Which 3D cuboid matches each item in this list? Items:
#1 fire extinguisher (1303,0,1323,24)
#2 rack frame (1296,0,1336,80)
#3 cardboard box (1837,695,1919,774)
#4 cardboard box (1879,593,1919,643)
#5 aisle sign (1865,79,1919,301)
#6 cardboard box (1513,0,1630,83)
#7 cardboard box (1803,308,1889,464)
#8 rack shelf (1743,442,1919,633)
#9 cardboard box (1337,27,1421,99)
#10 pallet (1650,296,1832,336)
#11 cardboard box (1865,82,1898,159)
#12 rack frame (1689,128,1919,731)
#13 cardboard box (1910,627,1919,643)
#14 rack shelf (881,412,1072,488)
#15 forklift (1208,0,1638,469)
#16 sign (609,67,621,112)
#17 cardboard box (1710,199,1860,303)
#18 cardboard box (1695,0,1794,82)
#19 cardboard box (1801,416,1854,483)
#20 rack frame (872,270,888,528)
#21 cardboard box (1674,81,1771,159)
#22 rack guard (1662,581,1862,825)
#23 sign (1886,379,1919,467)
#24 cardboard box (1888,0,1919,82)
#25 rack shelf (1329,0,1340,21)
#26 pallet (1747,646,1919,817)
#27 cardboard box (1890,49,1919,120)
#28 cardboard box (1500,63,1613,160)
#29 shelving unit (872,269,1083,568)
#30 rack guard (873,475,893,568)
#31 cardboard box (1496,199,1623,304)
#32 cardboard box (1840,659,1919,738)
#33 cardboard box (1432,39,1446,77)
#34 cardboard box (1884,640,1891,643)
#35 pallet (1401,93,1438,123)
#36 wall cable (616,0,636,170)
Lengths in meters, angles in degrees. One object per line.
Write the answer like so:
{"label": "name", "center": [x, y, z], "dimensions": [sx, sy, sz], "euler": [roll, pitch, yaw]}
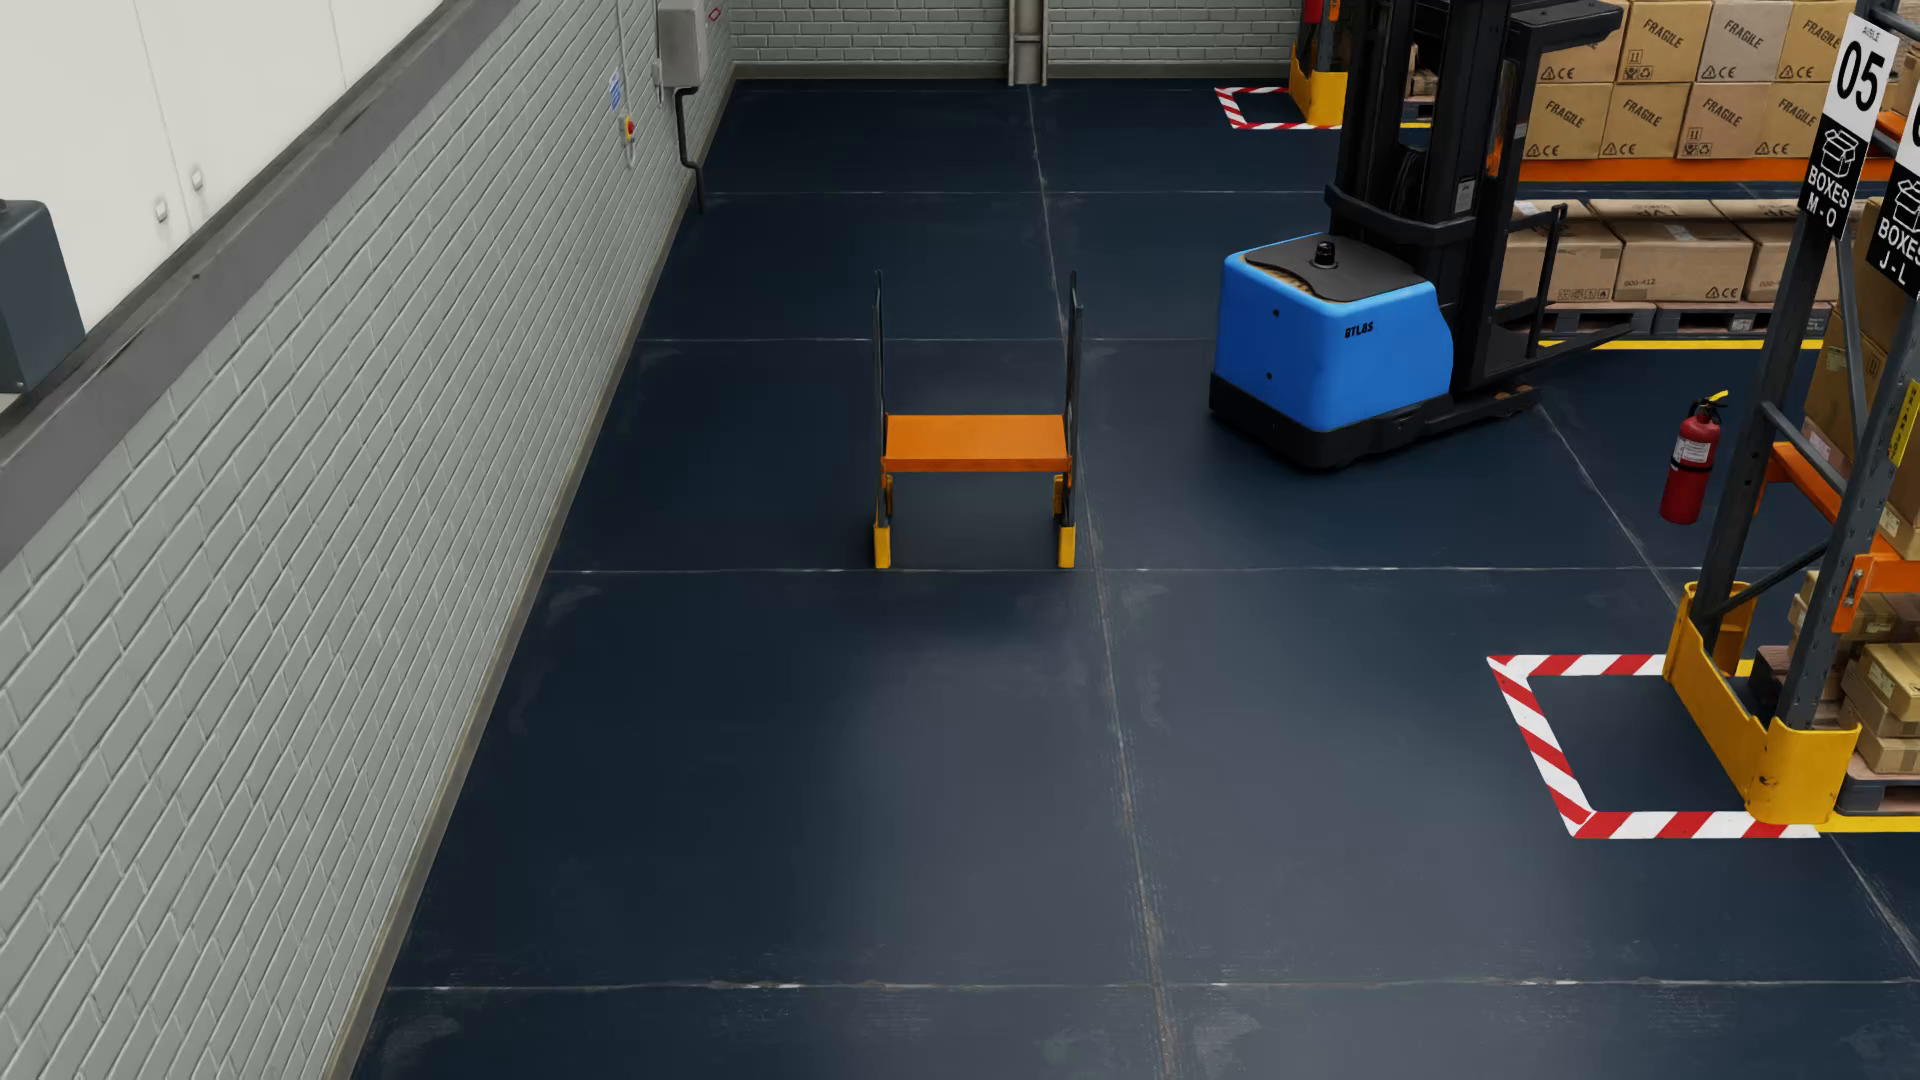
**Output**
{"label": "fire extinguisher", "center": [3.238, -5.061, 15.134], "dimensions": [0.183, 0.674, 0.296], "euler": [0, 31, 0]}
{"label": "rack frame", "center": [3.382, -5.494, 15.413], "dimensions": [0.127, 3.000, 1.000], "euler": [0, 31, 0]}
{"label": "cardboard box", "center": [4.073, 0.852, 7.298], "dimensions": [0.250, 0.149, 0.380], "euler": [0, 31, 1]}
{"label": "cardboard box", "center": [4.327, 0.329, 7.586], "dimensions": [0.250, 0.149, 0.380], "euler": [0, 31, 1]}
{"label": "aisle sign", "center": [3.476, -1.308, 6.007], "dimensions": [0.004, 0.787, 0.394], "euler": [0, 31, 0]}
{"label": "cardboard box", "center": [3.898, -3.243, 10.643], "dimensions": [0.500, 0.500, 0.500], "euler": [-1, 31, -1]}
{"label": "cardboard box", "center": [3.995, -0.657, 7.058], "dimensions": [0.500, 0.500, 0.500], "euler": [0, 31, 1]}
{"label": "rack shelf", "center": [5.547, -0.051, 7.135], "dimensions": [4.000, 0.370, 1.077], "euler": [0, 31, 0]}
{"label": "cardboard box", "center": [3.995, -4.559, 15.874], "dimensions": [0.637, 0.503, 0.797], "euler": [-1, 31, -2]}
{"label": "pallet", "center": [5.432, -1.773, 11.968], "dimensions": [1.213, 0.211, 1.003], "euler": [0, 31, 0]}
{"label": "cardboard box", "center": [5.937, -2.827, 10.921], "dimensions": [0.500, 0.500, 0.500], "euler": [-1, 31, -1]}
{"label": "rack frame", "center": [3.547, -0.352, 6.938], "dimensions": [0.127, 3.000, 1.000], "euler": [0, 31, 0]}
{"label": "cardboard box", "center": [4.348, 0.544, 7.231], "dimensions": [0.250, 0.149, 0.380], "euler": [0, 31, 1]}
{"label": "rack shelf", "center": [0.085, -0.488, 8.955], "dimensions": [1.000, 0.185, 0.538], "euler": [0, 31, 0]}
{"label": "forklift", "center": [3.097, -2.236, 10.110], "dimensions": [3.031, 2.935, 1.130], "euler": [-18, 35, -27]}
{"label": "sign", "center": [-2.283, -2.980, 11.009], "dimensions": [0.001, 0.218, 0.327], "euler": [0, 31, 0]}
{"label": "cardboard box", "center": [5.892, -2.067, 11.829], "dimensions": [0.875, 0.438, 0.875], "euler": [-1, 31, -2]}
{"label": "cardboard box", "center": [4.929, -3.254, 10.661], "dimensions": [0.500, 0.500, 0.500], "euler": [0, 31, -1]}
{"label": "cardboard box", "center": [3.871, -0.392, 7.247], "dimensions": [0.250, 0.149, 0.380], "euler": [0, 31, 0]}
{"label": "rack frame", "center": [-0.423, -0.640, 8.859], "dimensions": [0.032, 1.500, 0.500], "euler": [0, 31, 0]}
{"label": "cardboard box", "center": [4.912, -2.823, 10.915], "dimensions": [0.500, 0.500, 0.500], "euler": [0, 31, -1]}
{"label": "rack guard", "center": [3.623, 0.716, 7.587], "dimensions": [0.348, 0.500, 1.175], "euler": [0, 31, 0]}
{"label": "sign", "center": [3.550, -0.441, 6.250], "dimensions": [0.005, 0.325, 0.100], "euler": [0, 31, 0]}
{"label": "cardboard box", "center": [5.929, -3.253, 10.660], "dimensions": [0.500, 0.500, 0.500], "euler": [0, 31, 0]}
{"label": "rack shelf", "center": [5.382, -5.193, 15.610], "dimensions": [4.000, 0.370, 1.077], "euler": [0, 31, 0]}
{"label": "pallet", "center": [4.436, 0.856, 7.636], "dimensions": [1.213, 0.211, 1.003], "euler": [0, 31, 0]}
{"label": "cardboard box", "center": [4.000, -1.709, 6.428], "dimensions": [0.500, 0.250, 0.500], "euler": [-1, 31, -1]}
{"label": "cardboard box", "center": [3.898, -2.815, 10.901], "dimensions": [0.500, 0.500, 0.500], "euler": [0, 31, -1]}
{"label": "shelving unit", "center": [0.076, -0.641, 8.861], "dimensions": [1.083, 1.500, 0.587], "euler": [0, 31, 0]}
{"label": "rack guard", "center": [-0.422, -0.106, 9.183], "dimensions": [0.087, 0.250, 0.587], "euler": [0, 31, 0]}
{"label": "cardboard box", "center": [4.076, -2.057, 11.814], "dimensions": [0.875, 0.438, 0.875], "euler": [-1, 31, -2]}
{"label": "cardboard box", "center": [4.073, 0.692, 7.275], "dimensions": [0.250, 0.149, 0.380], "euler": [1, 31, 2]}
{"label": "cardboard box", "center": [4.850, -4.540, 15.846], "dimensions": [0.500, 0.500, 0.700], "euler": [1, 31, 2]}
{"label": "cardboard box", "center": [4.335, 0.438, 7.694], "dimensions": [0.250, 0.149, 0.380], "euler": [-1, 31, -1]}
{"label": "pallet", "center": [4.256, -4.305, 16.142], "dimensions": [1.213, 0.211, 1.003], "euler": [0, 31, 0]}
{"label": "wall cable", "center": [-2.222, -3.337, 10.849], "dimensions": [0.123, 1.953, 0.585], "euler": [0, 31, 0]}
